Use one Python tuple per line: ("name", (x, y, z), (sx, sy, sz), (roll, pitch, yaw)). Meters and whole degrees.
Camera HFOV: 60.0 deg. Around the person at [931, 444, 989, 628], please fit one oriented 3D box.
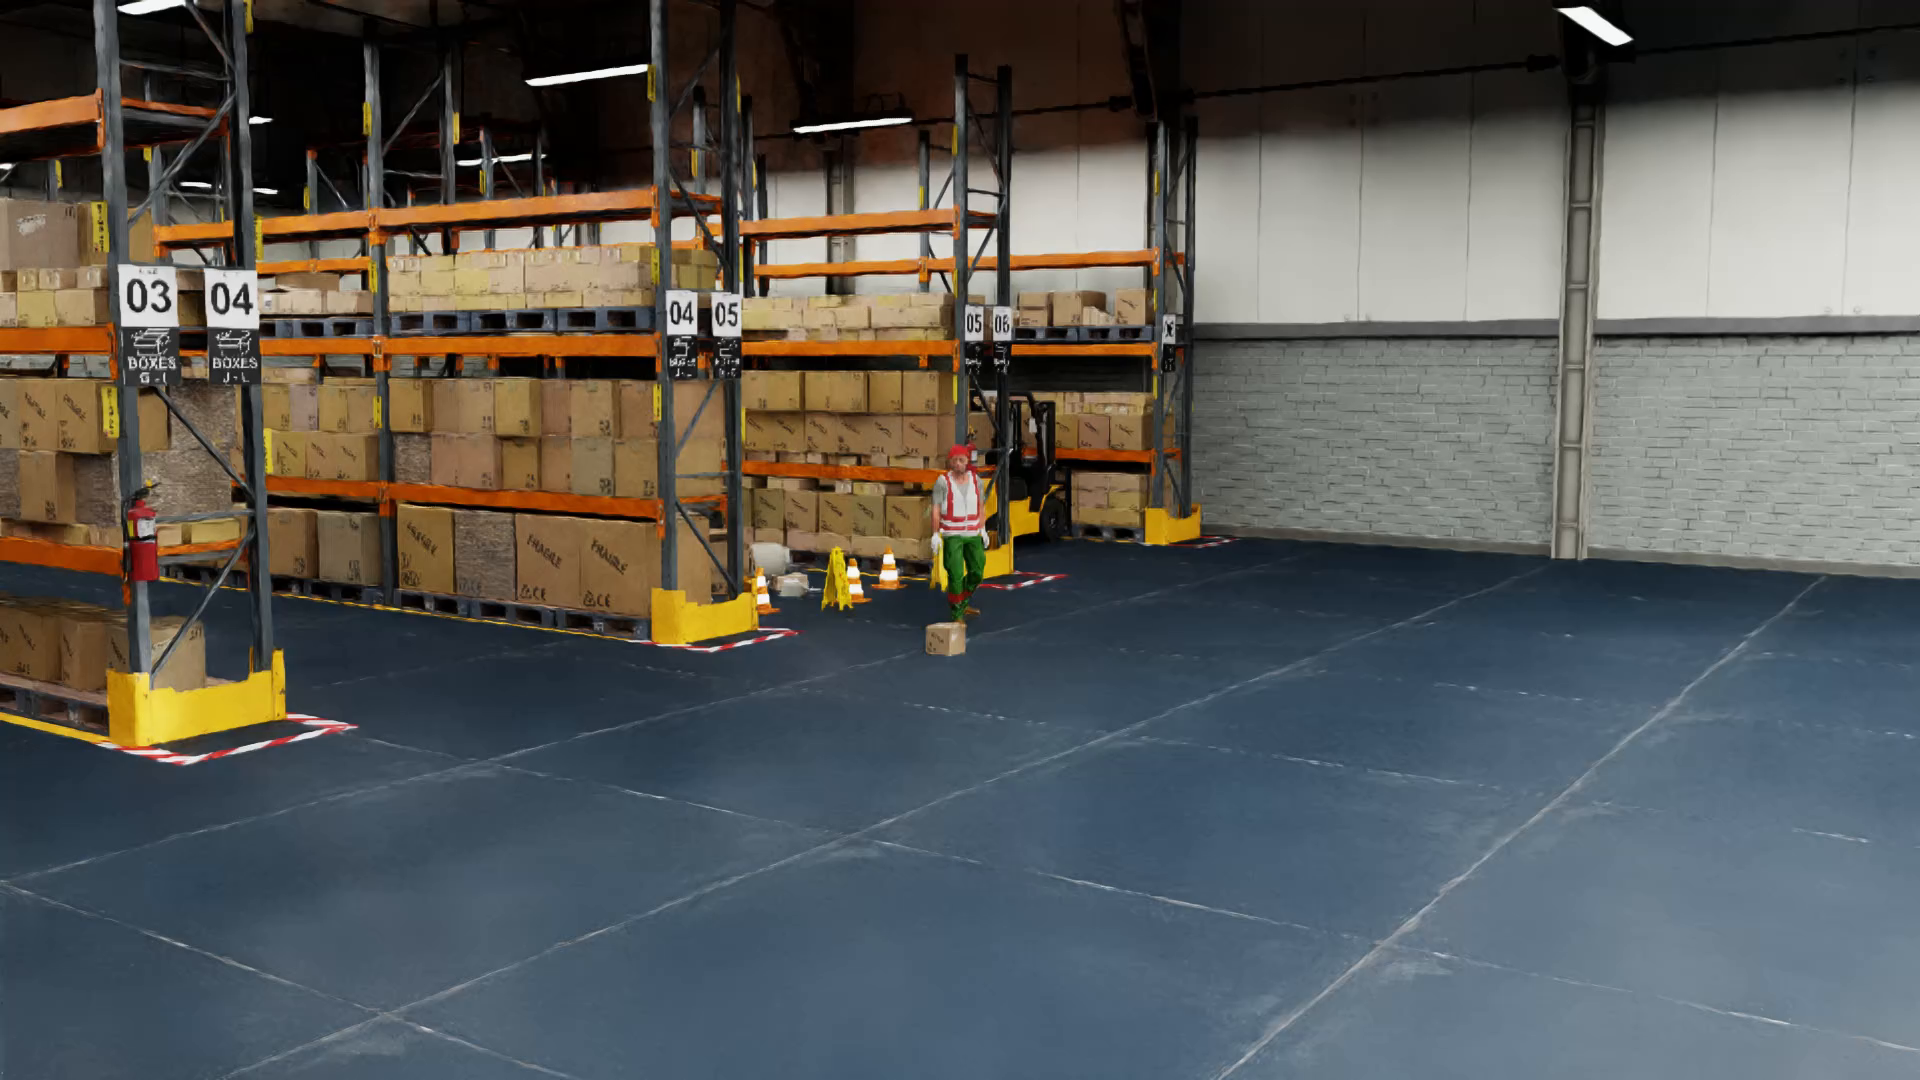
("person", (-0.013, -0.051, 16.091), (0.587, 1.780, 0.573), (-3, 7, -22))
